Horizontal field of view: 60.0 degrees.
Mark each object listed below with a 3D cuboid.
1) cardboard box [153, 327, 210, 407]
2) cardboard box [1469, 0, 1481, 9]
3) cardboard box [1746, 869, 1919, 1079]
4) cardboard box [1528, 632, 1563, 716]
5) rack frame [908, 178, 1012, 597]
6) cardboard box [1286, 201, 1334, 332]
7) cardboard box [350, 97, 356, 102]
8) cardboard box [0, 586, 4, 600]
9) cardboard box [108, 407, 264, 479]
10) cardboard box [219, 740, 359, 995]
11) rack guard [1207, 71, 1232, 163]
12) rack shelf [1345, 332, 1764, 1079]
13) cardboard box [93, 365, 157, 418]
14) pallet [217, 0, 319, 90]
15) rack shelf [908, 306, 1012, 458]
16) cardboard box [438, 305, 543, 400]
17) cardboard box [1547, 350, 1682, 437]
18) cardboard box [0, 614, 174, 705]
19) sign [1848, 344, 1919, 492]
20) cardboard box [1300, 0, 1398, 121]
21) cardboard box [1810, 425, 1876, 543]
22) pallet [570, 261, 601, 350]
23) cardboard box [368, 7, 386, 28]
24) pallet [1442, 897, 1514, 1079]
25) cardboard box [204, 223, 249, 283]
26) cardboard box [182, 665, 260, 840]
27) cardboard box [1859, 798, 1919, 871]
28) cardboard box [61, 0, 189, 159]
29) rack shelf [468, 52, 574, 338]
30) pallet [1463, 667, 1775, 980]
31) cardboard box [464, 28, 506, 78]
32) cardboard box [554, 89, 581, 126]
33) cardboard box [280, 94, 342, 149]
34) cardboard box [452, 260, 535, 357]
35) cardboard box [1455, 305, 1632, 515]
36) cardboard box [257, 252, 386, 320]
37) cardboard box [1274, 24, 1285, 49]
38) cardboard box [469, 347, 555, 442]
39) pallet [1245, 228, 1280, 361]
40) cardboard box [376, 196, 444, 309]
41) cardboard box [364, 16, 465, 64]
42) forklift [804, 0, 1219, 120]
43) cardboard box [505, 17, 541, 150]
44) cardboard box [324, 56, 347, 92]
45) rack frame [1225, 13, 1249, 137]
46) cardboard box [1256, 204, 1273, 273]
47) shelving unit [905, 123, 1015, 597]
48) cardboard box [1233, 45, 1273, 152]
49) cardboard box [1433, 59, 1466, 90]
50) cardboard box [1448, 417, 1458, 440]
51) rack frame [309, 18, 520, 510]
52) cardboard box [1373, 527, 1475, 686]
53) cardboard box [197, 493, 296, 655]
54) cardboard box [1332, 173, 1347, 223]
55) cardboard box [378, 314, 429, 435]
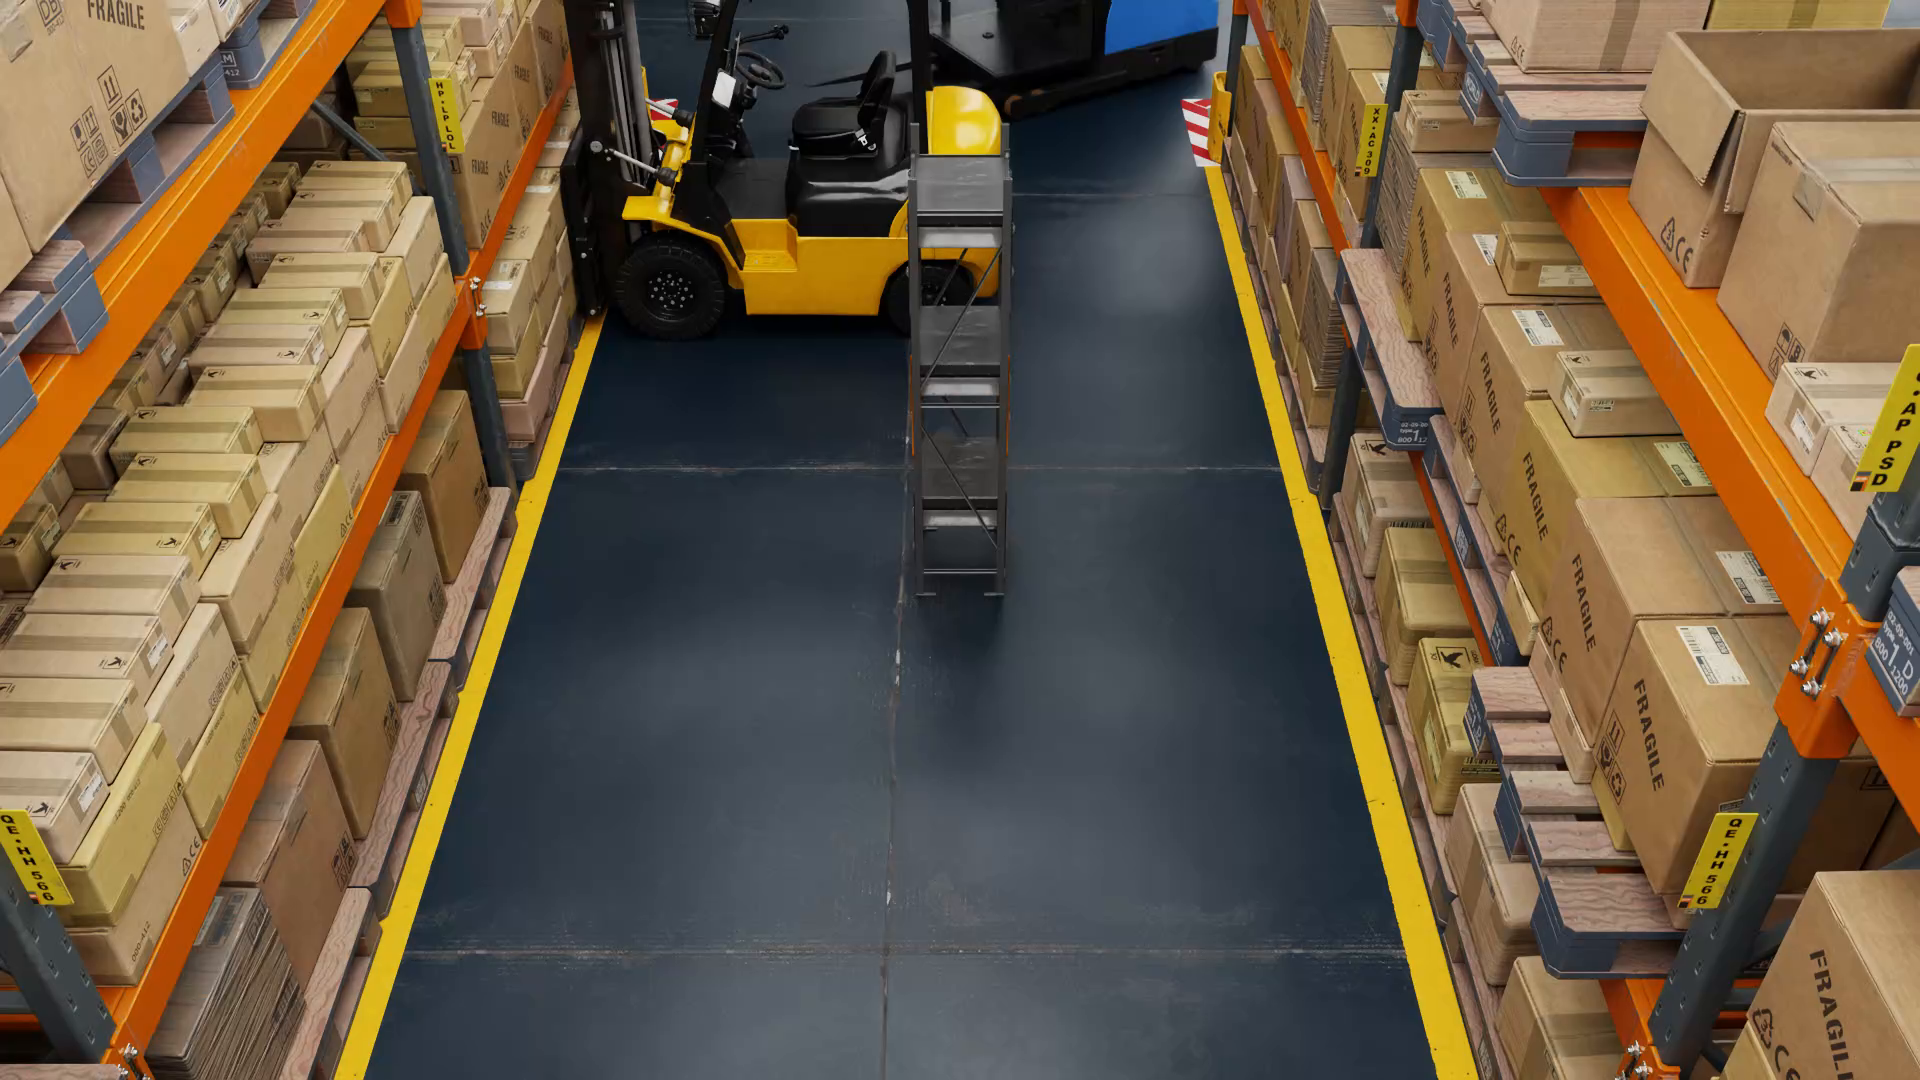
[{"bbox_3d":[-2.963,-0.526,5.974,0.500,0.250,0.500,-1,39,-1],"label":"cardboard box"},{"bbox_3d":[1.878,-1.941,5.405,0.500,0.250,0.500,-1,39,-1],"label":"cardboard box"},{"bbox_3d":[2.037,1.032,3.429,0.500,0.500,0.500,-1,39,-2],"label":"cardboard box"},{"bbox_3d":[1.936,0.400,4.963,0.380,0.149,0.250,-2,39,-2],"label":"cardboard box"},{"bbox_3d":[0.000,-0.563,7.019,0.400,2.100,0.015,0,39,0],"label":"rack frame"},{"bbox_3d":[2.005,-1.420,8.632,0.500,0.500,0.500,1,39,1],"label":"cardboard box"},{"bbox_3d":[-2.955,-1.974,7.980,0.500,0.500,0.500,0,39,1],"label":"cardboard box"},{"bbox_3d":[-3.007,0.185,4.768,0.380,0.149,0.250,-1,39,-1],"label":"cardboard box"},{"bbox_3d":[-2.497,-0.302,5.376,0.380,0.149,0.250,0,39,0],"label":"cardboard box"},{"bbox_3d":[-2.678,1.123,5.759,0.875,0.625,0.625,1,39,1],"label":"cardboard box"},{"bbox_3d":[2.272,-2.827,11.123,1.175,0.500,0.348,0,39,0],"label":"rack guard"},{"bbox_3d":[2.279,0.183,5.944,1.077,0.370,4.000,0,39,0],"label":"rack shelf"},{"bbox_3d":[-2.946,-0.461,5.574,0.380,0.149,0.250,0,39,0],"label":"cardboard box"},{"bbox_3d":[-2.673,-1.887,5.706,0.805,0.209,1.217,-1,39,-2],"label":"pallet"},{"bbox_3d":[0.000,-0.705,7.218,0.431,0.518,0.480,0,39,0],"label":"rack shelf"},{"bbox_3d":[-2.379,-0.931,8.222,0.500,0.250,0.500,0,39,0],"label":"cardboard box"},{"bbox_3d":[1.997,-0.442,4.976,0.380,0.149,0.250,-2,39,-2],"label":"cardboard box"},{"bbox_3d":[-2.416,0.340,4.574,0.380,0.149,0.250,1,39,1],"label":"cardboard box"},{"bbox_3d":[1.739,-0.220,3.059,0.100,0.325,0.005,0,39,0],"label":"sign"},{"bbox_3d":[2.015,-2.427,8.308,0.500,0.500,0.500,1,39,1],"label":"cardboard box"},{"bbox_3d":[2.071,-0.116,3.544,0.380,0.149,0.250,0,39,0],"label":"cardboard box"},{"bbox_3d":[-2.650,-1.517,9.719,1.003,0.211,1.213,0,39,0],"label":"pallet"},{"bbox_3d":[-2.917,-2.475,8.087,0.380,0.149,0.250,1,39,1],"label":"cardboard box"},{"bbox_3d":[2.282,1.753,5.640,1.003,0.211,1.213,0,39,0],"label":"pallet"},{"bbox_3d":[-2.954,-1.091,6.359,0.380,0.149,0.250,0,39,0],"label":"cardboard box"},{"bbox_3d":[-2.434,0.625,4.936,0.500,0.250,0.500,-1,39,-1],"label":"cardboard box"},{"bbox_3d":[2.512,0.553,4.254,0.500,0.500,0.500,-1,39,-1],"label":"cardboard box"},{"bbox_3d":[-2.441,-1.343,4.379,0.500,0.500,0.500,1,39,1],"label":"cardboard box"},{"bbox_3d":[-2.689,-2.312,9.058,1.077,0.370,4.000,0,39,0],"label":"rack shelf"},{"bbox_3d":[2.174,0.782,4.774,1.213,0.211,1.003,0,39,0],"label":"pallet"},{"bbox_3d":[-2.380,-2.313,7.885,0.380,0.149,0.250,1,39,1],"label":"cardboard box"},{"bbox_3d":[-2.362,-2.402,9.658,0.500,0.250,0.500,0,39,1],"label":"cardboard box"},{"bbox_3d":[-2.944,-1.835,7.289,0.380,0.149,0.250,0,39,0],"label":"cardboard box"},{"bbox_3d":[-2.374,-1.126,8.066,0.500,0.250,0.500,-1,39,-1],"label":"cardboard box"},{"bbox_3d":[1.990,-0.430,5.480,0.500,0.500,0.500,-2,39,-2],"label":"cardboard box"},{"bbox_3d":[-2.366,-0.942,6.174,0.380,0.149,0.250,-1,39,-1],"label":"cardboard box"},{"bbox_3d":[1.987,-2.895,9.410,0.380,0.149,0.250,1,39,1],"label":"cardboard box"},{"bbox_3d":[-2.356,-0.736,8.378,0.500,0.250,0.500,0,39,0],"label":"cardboard box"},{"bbox_3d":[2.236,-1.445,9.630,1.003,0.211,1.213,0,39,0],"label":"pallet"},{"bbox_3d":[-2.431,-1.172,6.780,0.500,0.250,0.500,-1,39,-1],"label":"cardboard box"},{"bbox_3d":[-2.491,-2.273,7.597,0.380,0.149,0.250,-1,39,-1],"label":"cardboard box"},{"bbox_3d":[0.379,-4.472,11.232,3.031,2.935,1.130,-21,43,-24],"label":"forklift"},{"bbox_3d":[-2.445,-2.301,8.389,0.500,0.500,0.500,0,39,0],"label":"cardboard box"},{"bbox_3d":[-2.948,-2.107,7.390,0.380,0.149,0.250,-1,39,-1],"label":"cardboard box"},{"bbox_3d":[2.272,-3.850,10.401,1.000,3.000,0.127,0,39,0],"label":"rack frame"},{"bbox_3d":[2.003,-1.776,9.675,0.500,0.250,0.500,2,39,3],"label":"cardboard box"},{"bbox_3d":[0.000,-0.716,7.210,0.431,2.100,0.503,0,39,0],"label":"shelving unit"},{"bbox_3d":[1.997,-2.714,10.247,0.500,0.500,0.500,-1,39,-2],"label":"cardboard box"},{"bbox_3d":[2.493,-2.169,7.186,0.700,0.500,0.500,0,39,-1],"label":"cardboard box"},{"bbox_3d":[1.986,-0.419,5.985,0.380,0.149,0.250,0,39,0],"label":"cardboard box"},{"bbox_3d":[-2.687,-1.342,7.272,1.000,3.000,0.127,0,39,0],"label":"rack frame"},{"bbox_3d":[2.284,0.291,7.000,0.950,0.372,0.625,2,39,3],"label":"cardboard box"},{"bbox_3d":[-2.421,0.104,5.187,0.500,0.250,0.500,-1,39,-1],"label":"cardboard box"},{"bbox_3d":[1.964,-1.607,7.803,0.380,0.149,0.250,1,39,1],"label":"cardboard box"},{"bbox_3d":[-2.419,-0.655,6.534,0.500,0.250,0.500,0,39,0],"label":"cardboard box"}]
